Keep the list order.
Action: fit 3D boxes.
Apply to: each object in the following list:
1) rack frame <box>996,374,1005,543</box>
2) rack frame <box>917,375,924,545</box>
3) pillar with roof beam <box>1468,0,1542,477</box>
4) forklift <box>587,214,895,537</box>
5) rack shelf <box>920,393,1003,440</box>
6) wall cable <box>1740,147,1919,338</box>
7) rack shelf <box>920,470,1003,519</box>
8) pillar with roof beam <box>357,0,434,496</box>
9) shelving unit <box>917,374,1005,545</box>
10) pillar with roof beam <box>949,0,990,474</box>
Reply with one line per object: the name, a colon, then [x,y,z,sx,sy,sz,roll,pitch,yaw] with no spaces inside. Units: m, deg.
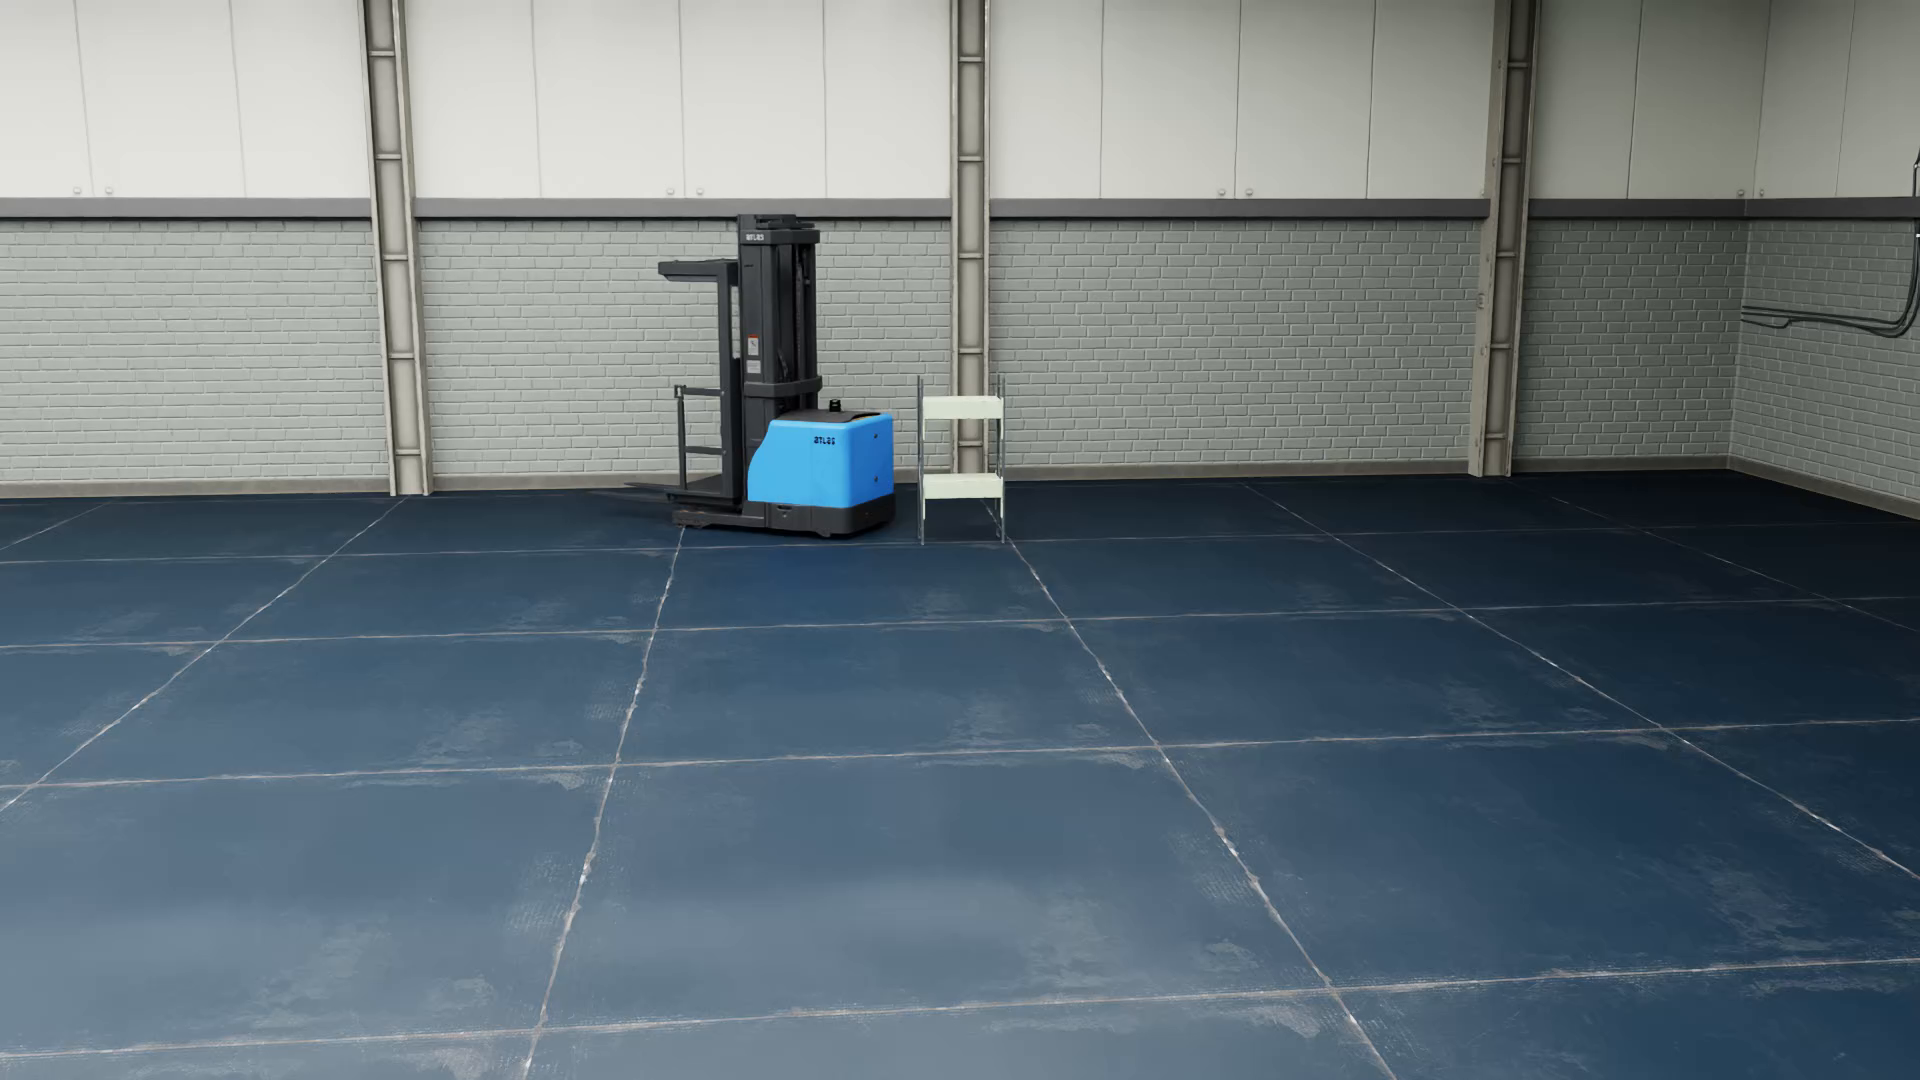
rack frame: [0.371,-0.744,15.145,0.023,1.500,0.400,-1,11,-6]
rack frame: [-0.357,-0.728,15.067,0.023,1.500,0.400,-1,11,-6]
pillar with roof beam: [6.533,-4.342,14.008,0.400,9.000,9.100,-1,11,-6]
forklift: [-2.185,-1.628,15.935,3.031,2.935,1.130,5,12,24]
rack shelf: [0.007,-1.119,15.031,0.720,0.370,0.431,-1,11,-6]
wall cable: [9.139,-3.452,17.529,0.112,2.526,3.097,-1,11,-6]
rack shelf: [0.007,-0.416,15.169,0.720,0.370,0.431,-1,11,-6]
pillar with roof beam: [-5.397,-4.092,12.737,0.400,9.000,9.100,-1,11,-6]
shelving unit: [0.007,-0.736,15.106,0.755,1.500,0.431,-1,11,-6]
pillar with roof beam: [0.568,-4.217,13.372,0.400,9.000,9.100,-1,11,-6]
